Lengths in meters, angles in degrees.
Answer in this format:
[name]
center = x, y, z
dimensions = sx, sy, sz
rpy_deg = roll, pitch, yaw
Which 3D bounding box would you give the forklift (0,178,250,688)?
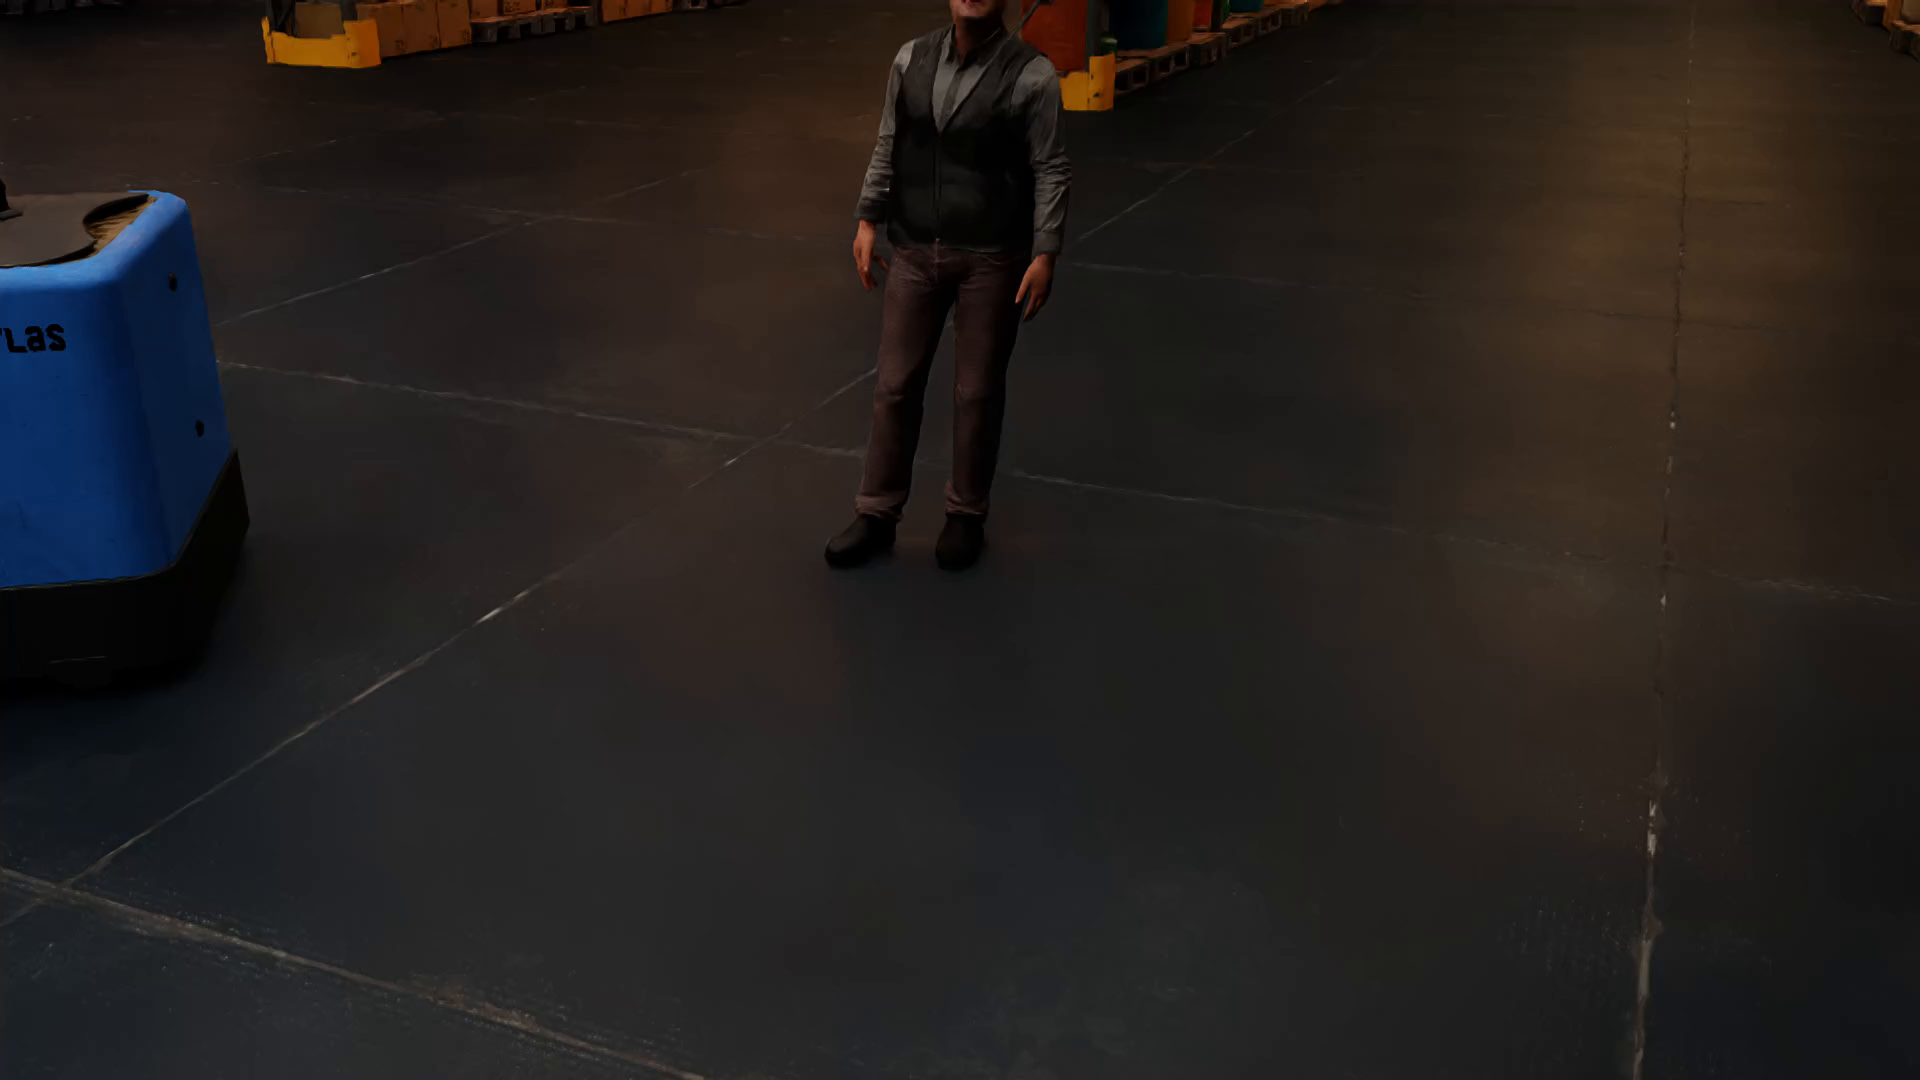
[forklift]
center = -3.526, -1.044, 3.789
dimensions = 3.031, 2.935, 1.130
rpy_deg = -5, 23, -12

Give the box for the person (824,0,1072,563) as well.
[person]
center = -0.031, -0.780, 4.708
dimensions = 0.632, 1.720, 0.567
rpy_deg = 9, 24, 21
